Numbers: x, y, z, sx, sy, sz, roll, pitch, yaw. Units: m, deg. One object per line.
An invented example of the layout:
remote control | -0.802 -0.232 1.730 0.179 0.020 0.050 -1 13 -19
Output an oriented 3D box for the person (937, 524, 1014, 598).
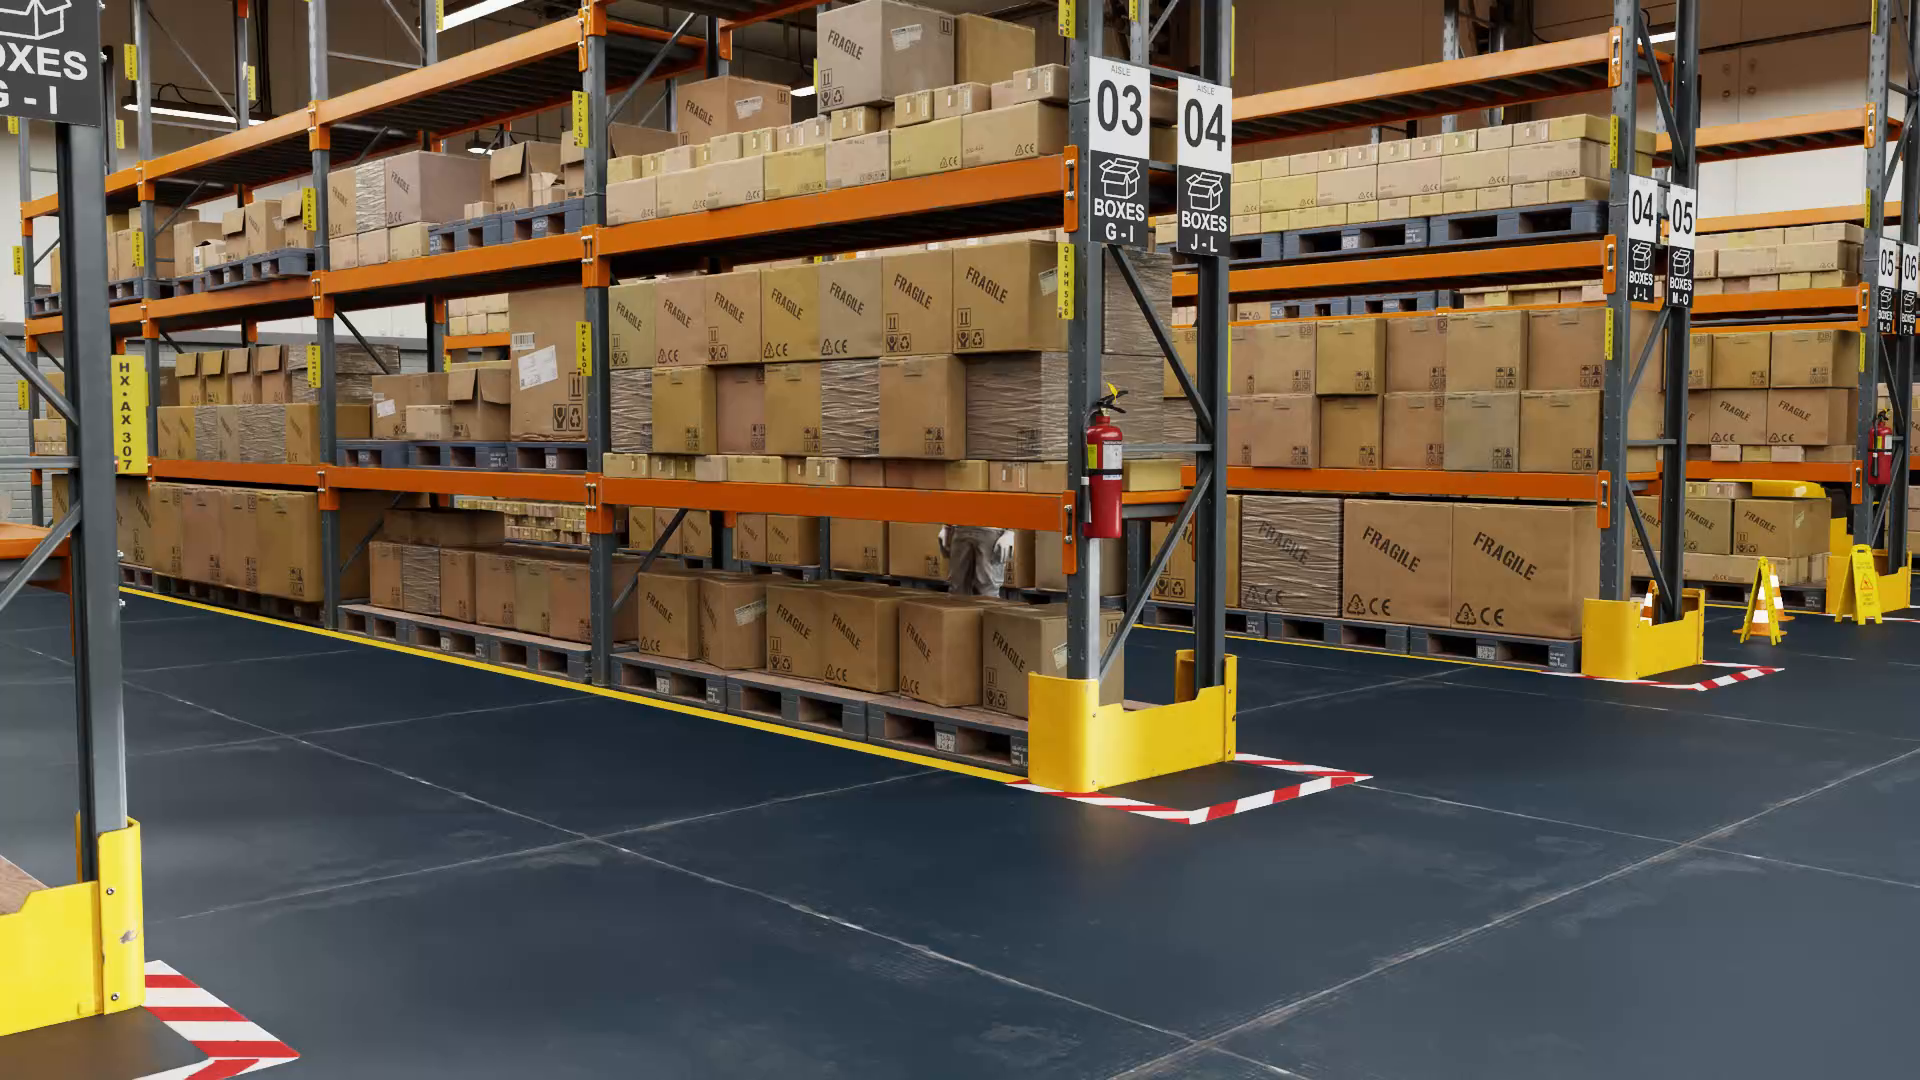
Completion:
person | 0.116 -0.028 11.051 0.628 1.775 0.447 4 5 43
